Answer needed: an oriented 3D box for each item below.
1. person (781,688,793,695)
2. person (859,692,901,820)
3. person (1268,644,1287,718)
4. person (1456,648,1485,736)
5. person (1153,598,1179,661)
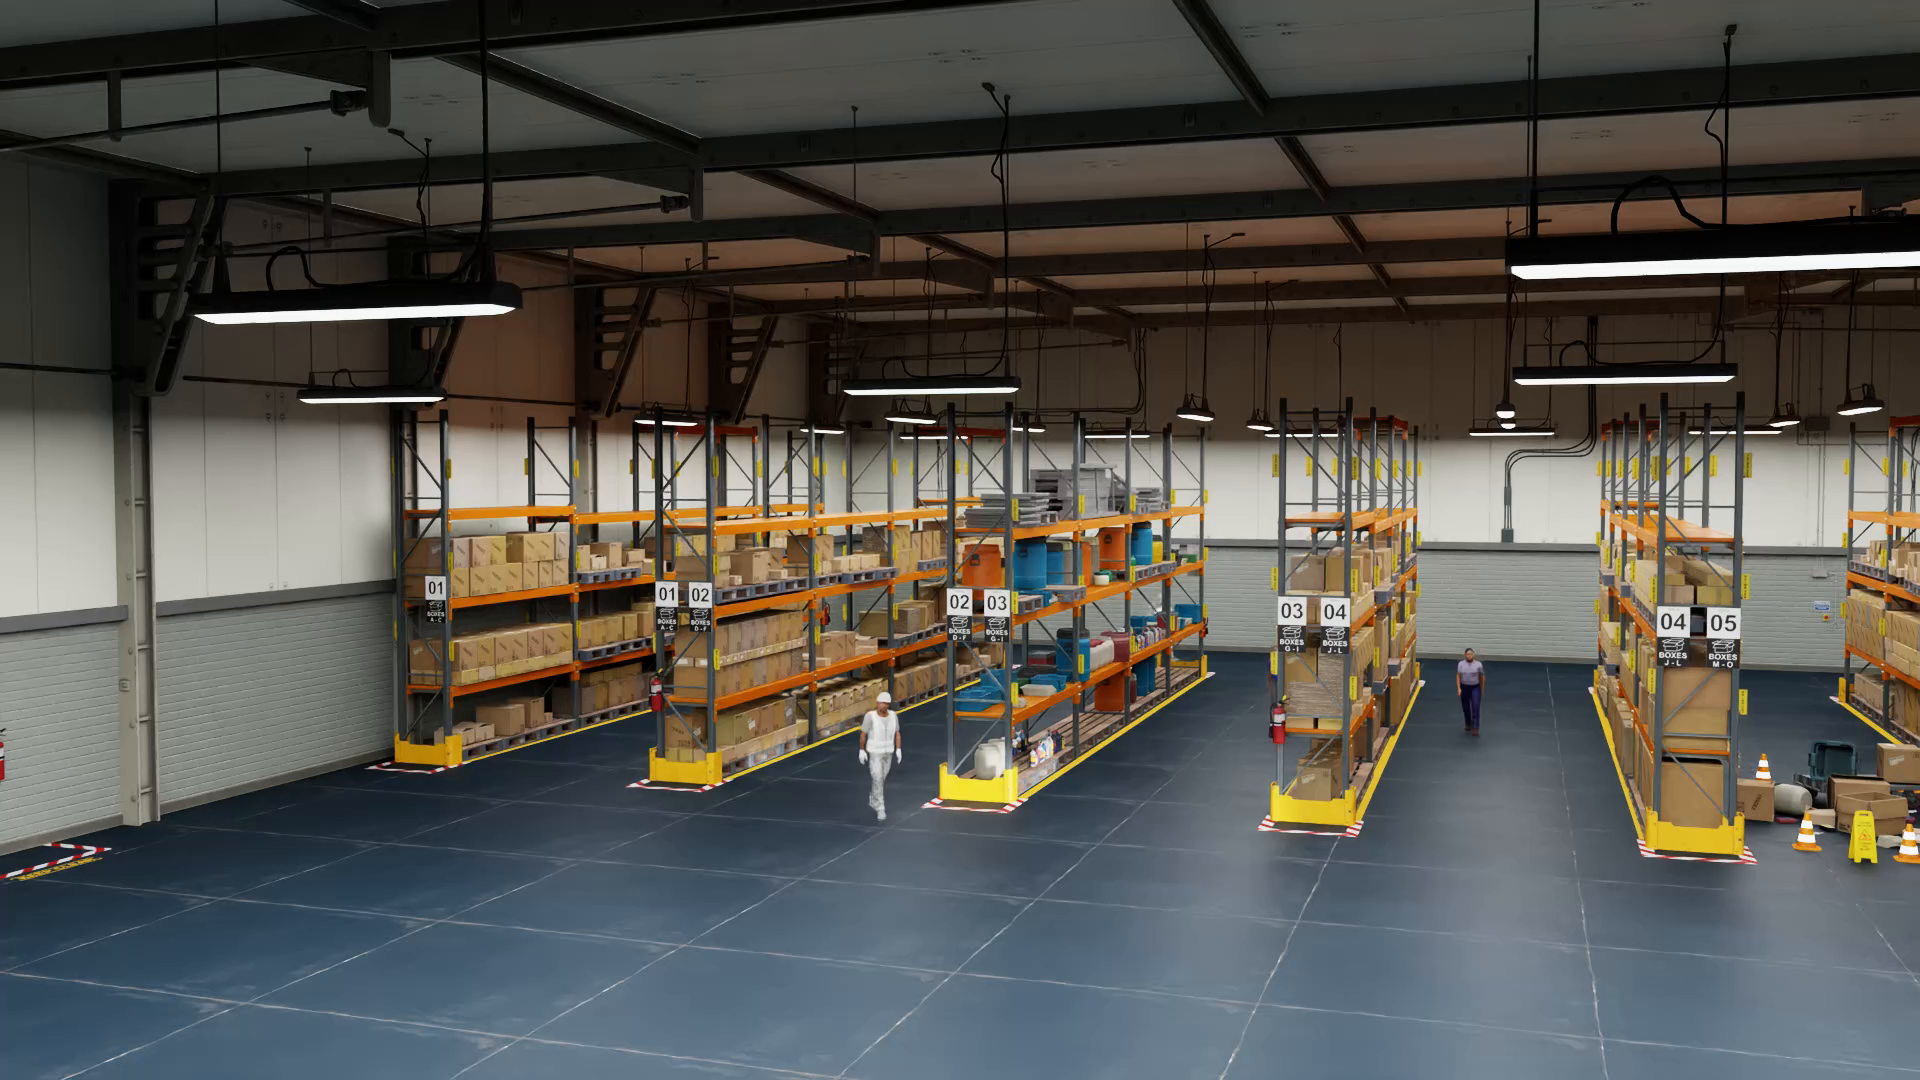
[{"bbox_3d":[-3.532,2.798,34.042,0.536,1.500,0.756,1,3,22],"label":"person"},{"bbox_3d":[-1.126,3.079,24.063,0.579,1.760,0.880,-2,3,-35],"label":"person"},{"bbox_3d":[6.218,2.826,32.131,0.507,1.615,0.578,1,3,31],"label":"person"},{"bbox_3d":[9.591,2.833,31.295,0.507,1.604,0.924,1,3,29],"label":"person"},{"bbox_3d":[5.341,2.320,43.346,0.559,1.655,1.085,-2,3,-41],"label":"person"}]
